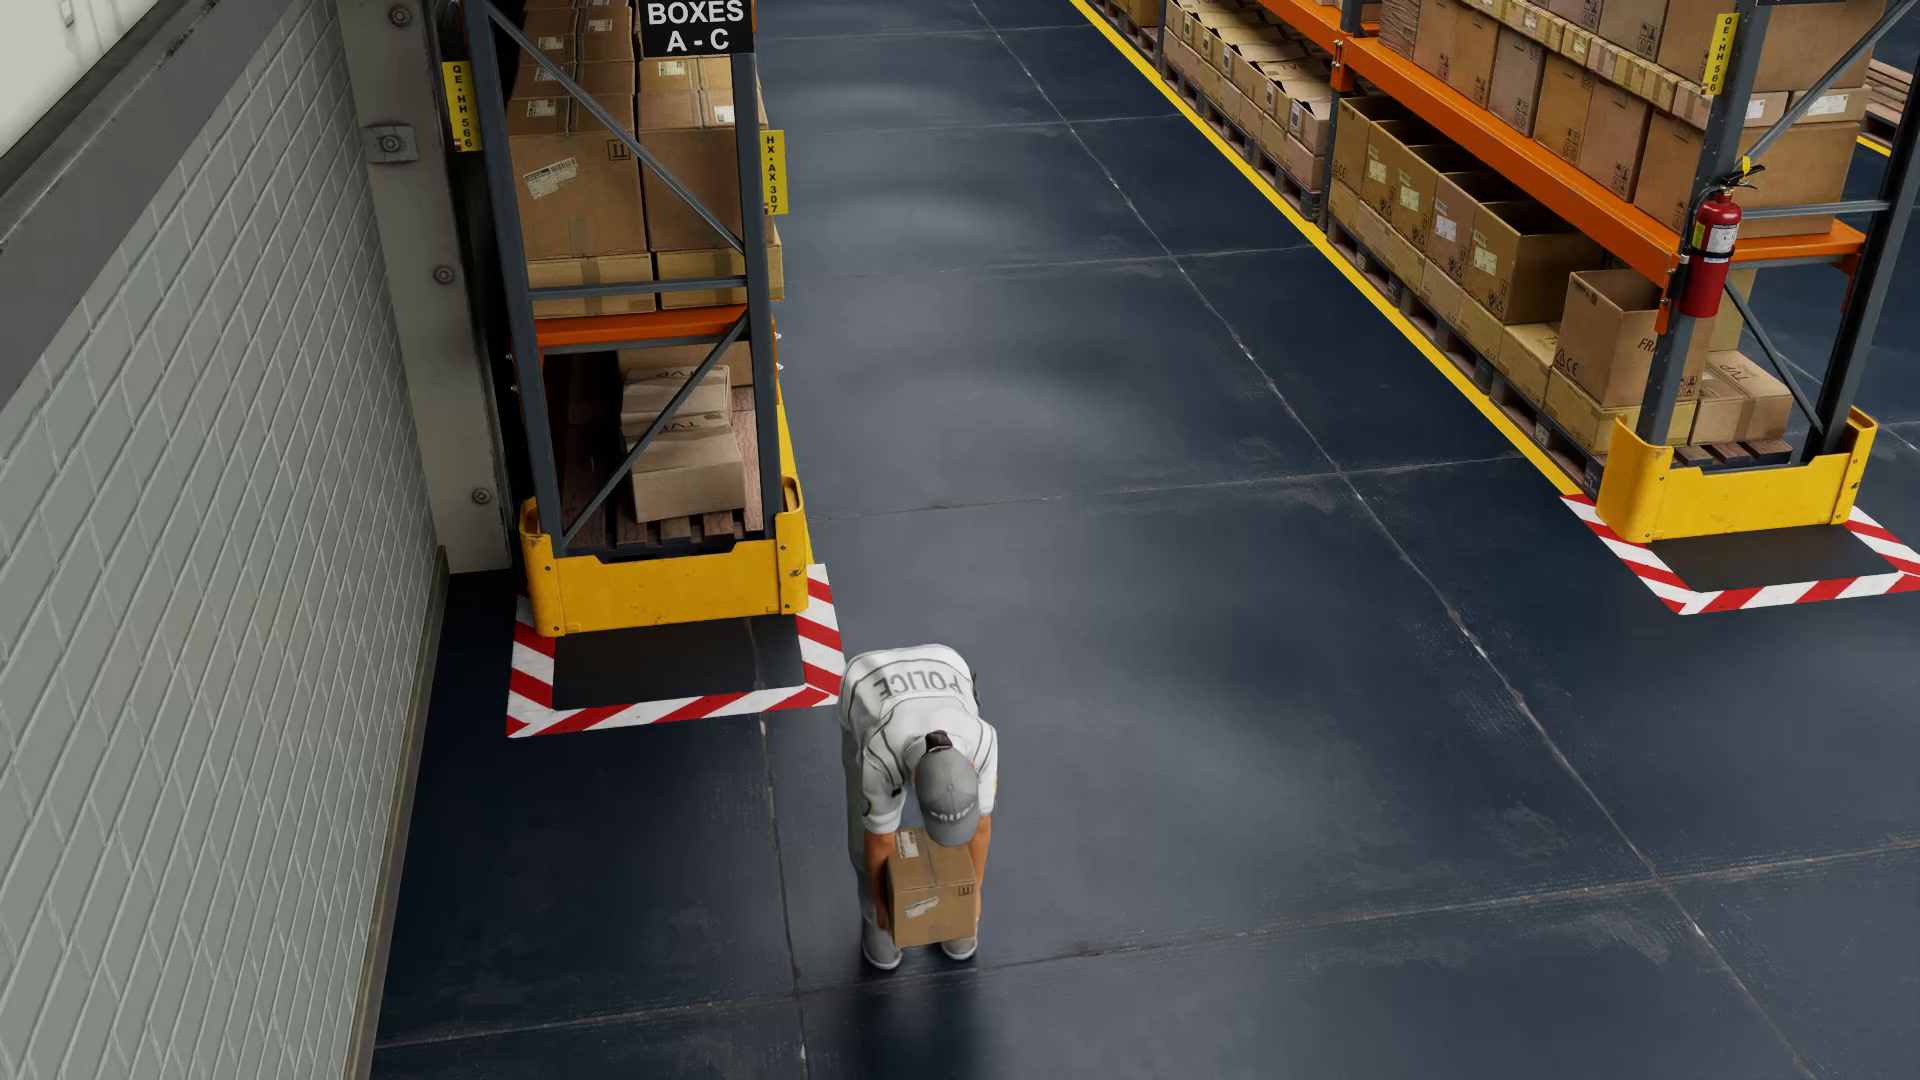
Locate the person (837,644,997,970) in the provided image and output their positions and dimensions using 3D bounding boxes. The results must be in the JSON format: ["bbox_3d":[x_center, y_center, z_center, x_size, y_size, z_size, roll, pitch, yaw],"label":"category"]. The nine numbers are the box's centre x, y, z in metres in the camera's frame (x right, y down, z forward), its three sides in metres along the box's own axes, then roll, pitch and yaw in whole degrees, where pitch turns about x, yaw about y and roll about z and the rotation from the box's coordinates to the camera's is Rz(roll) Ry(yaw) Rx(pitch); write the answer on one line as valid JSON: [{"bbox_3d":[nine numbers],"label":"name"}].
[{"bbox_3d":[-0.107,0.898,5.134,0.459,1.152,0.935,-6,31,-10],"label":"person"}]
